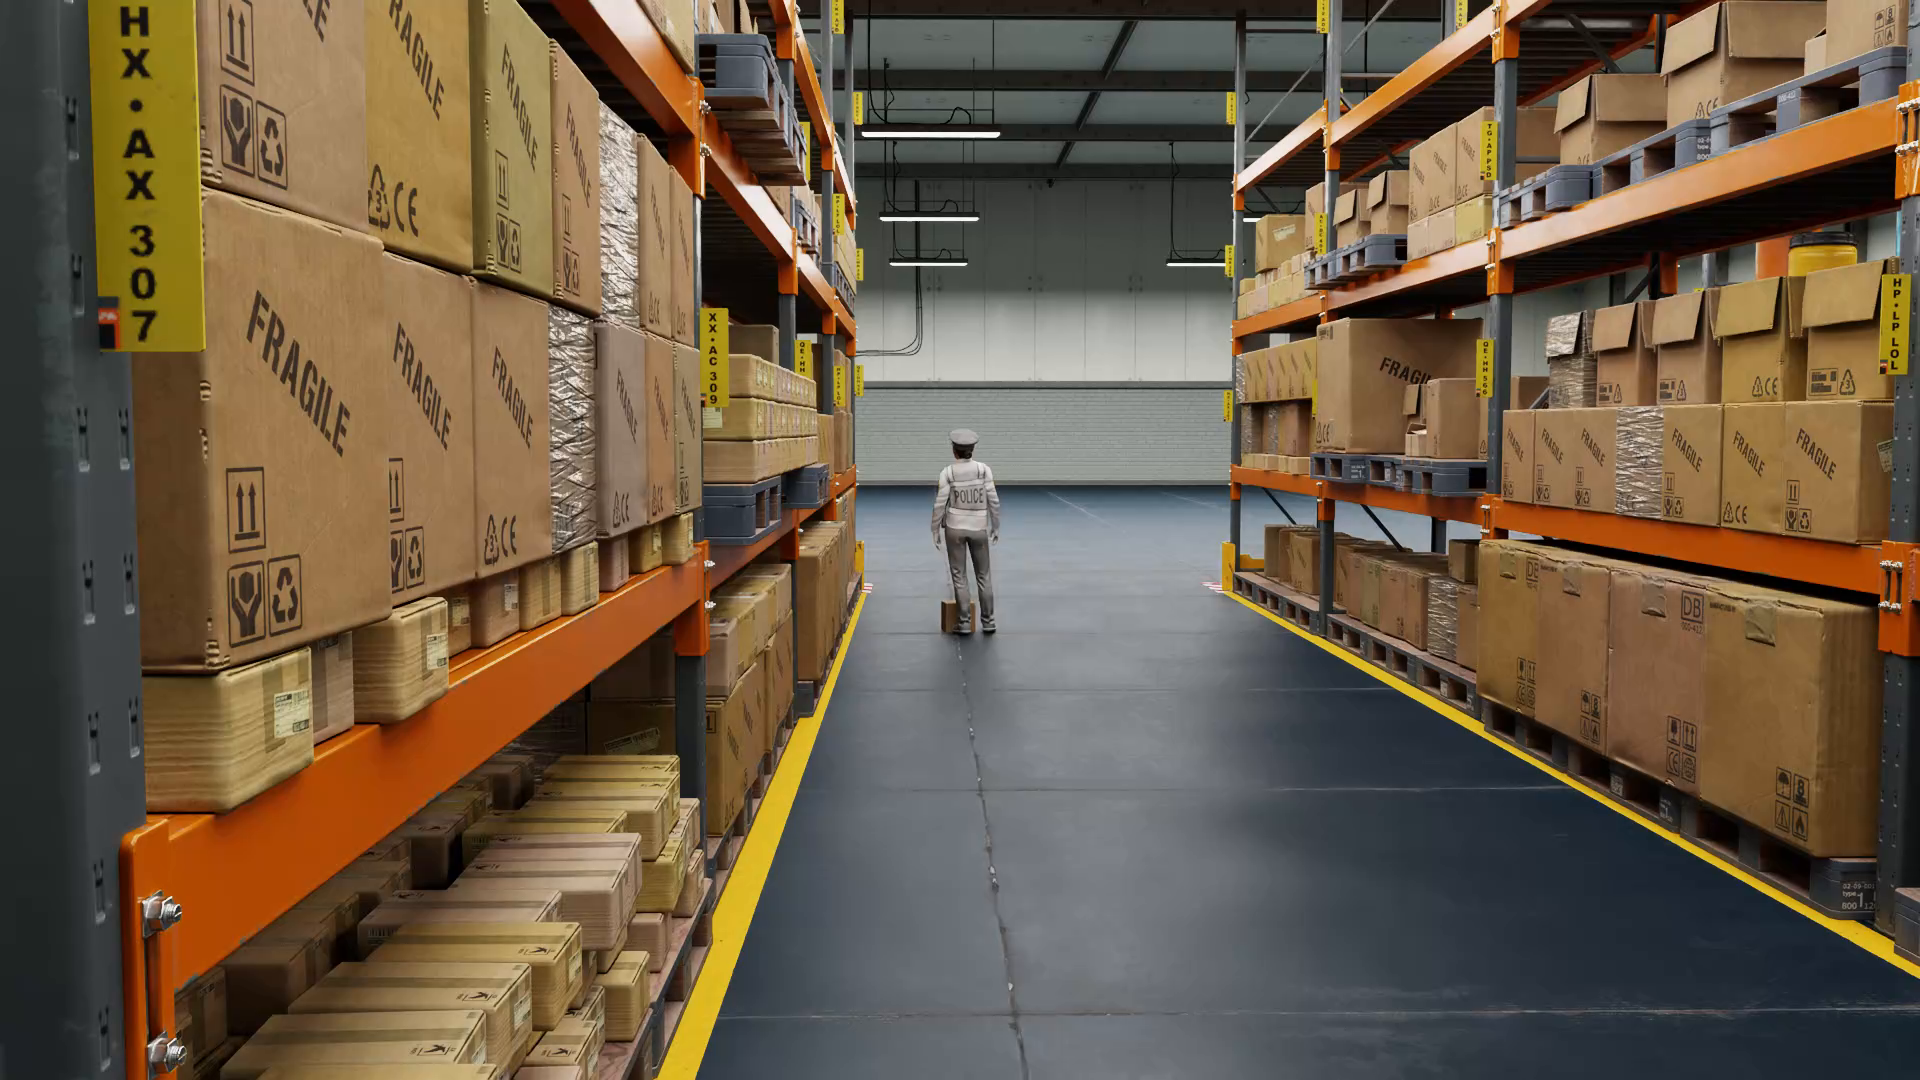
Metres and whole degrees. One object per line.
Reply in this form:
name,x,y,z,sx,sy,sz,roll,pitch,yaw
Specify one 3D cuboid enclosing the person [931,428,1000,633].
person,0.043,-0.074,13.713,0.586,1.694,0.530,-1,4,-8
